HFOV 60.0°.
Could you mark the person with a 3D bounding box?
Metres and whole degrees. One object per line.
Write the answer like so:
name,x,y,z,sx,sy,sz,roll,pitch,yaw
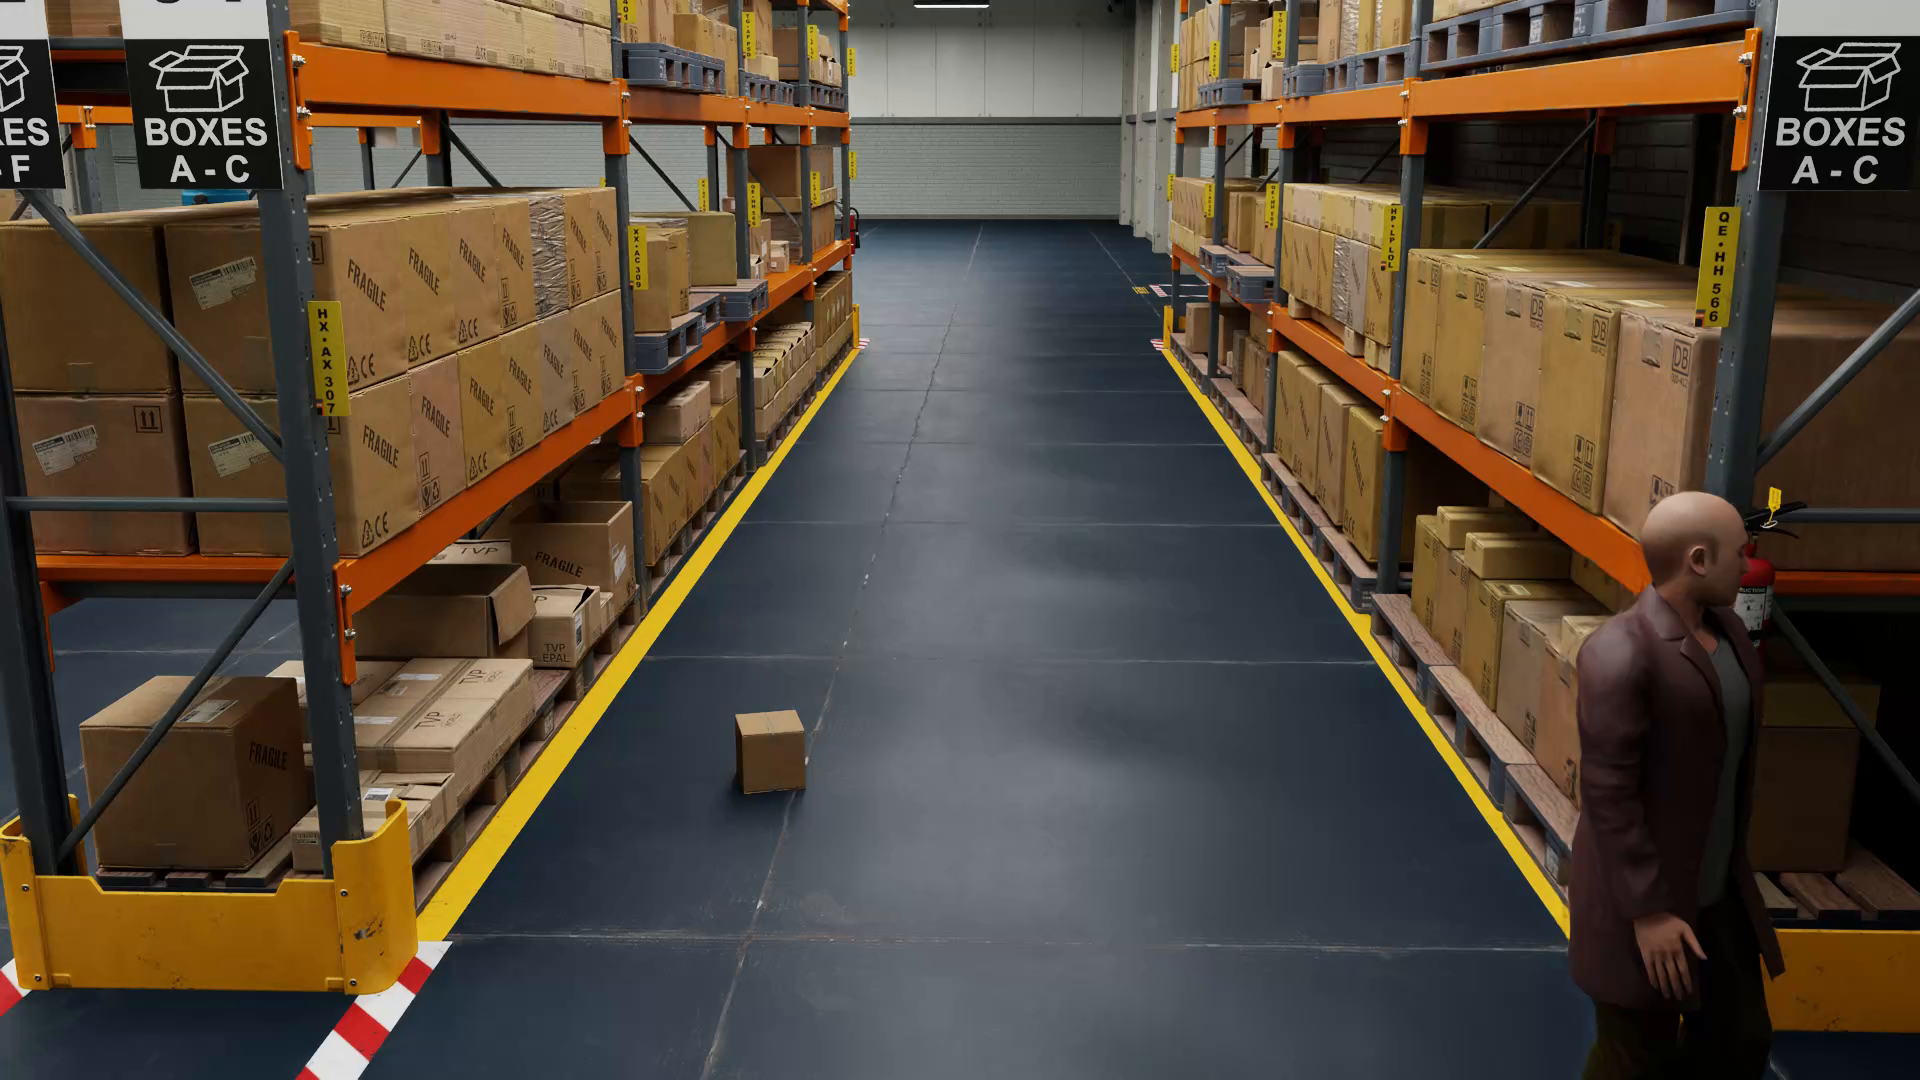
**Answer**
person,1.605,0.812,3.709,0.592,1.845,0.432,-8,16,-30
